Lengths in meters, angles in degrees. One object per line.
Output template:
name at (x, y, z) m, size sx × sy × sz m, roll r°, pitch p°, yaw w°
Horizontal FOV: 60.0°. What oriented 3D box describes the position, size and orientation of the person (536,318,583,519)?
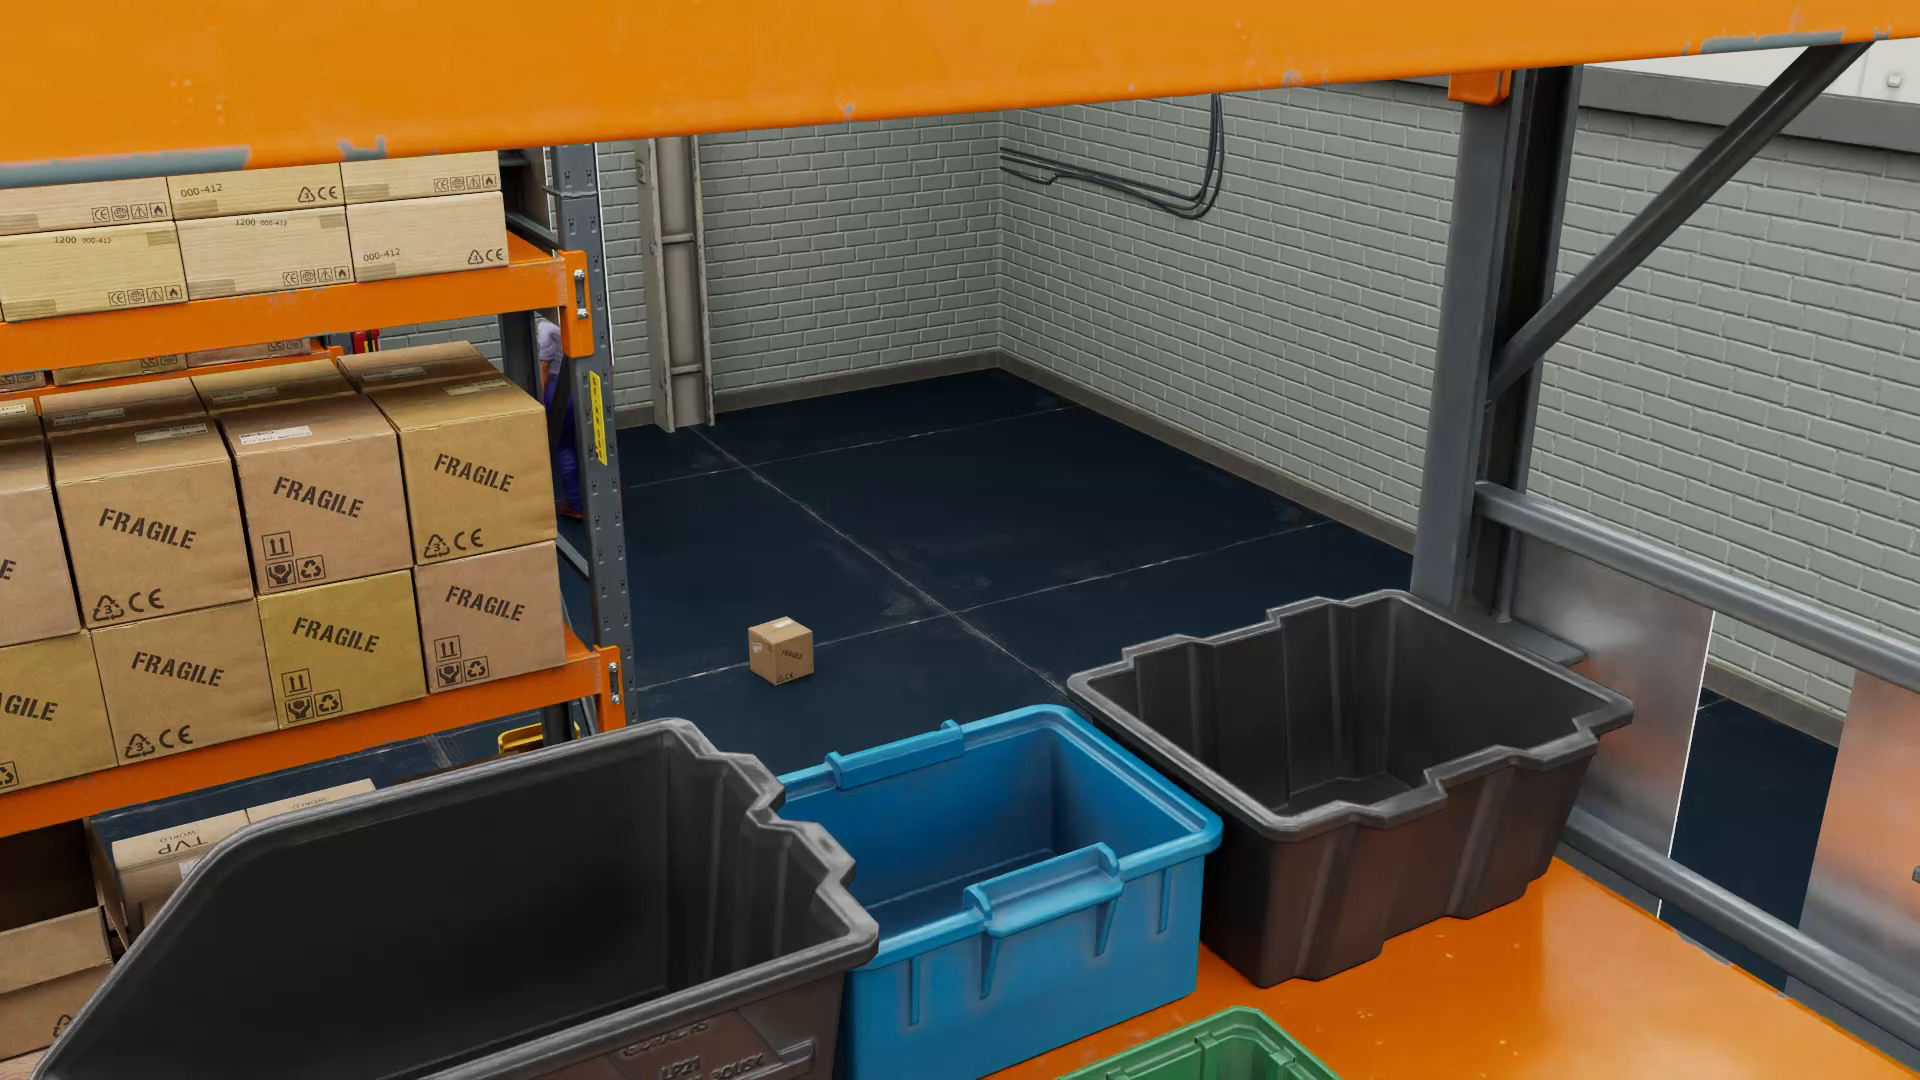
person at (-2.537, -0.932, 10.878) m, size 0.475 × 1.647 × 0.458 m, roll -17°, pitch 27°, yaw -36°
